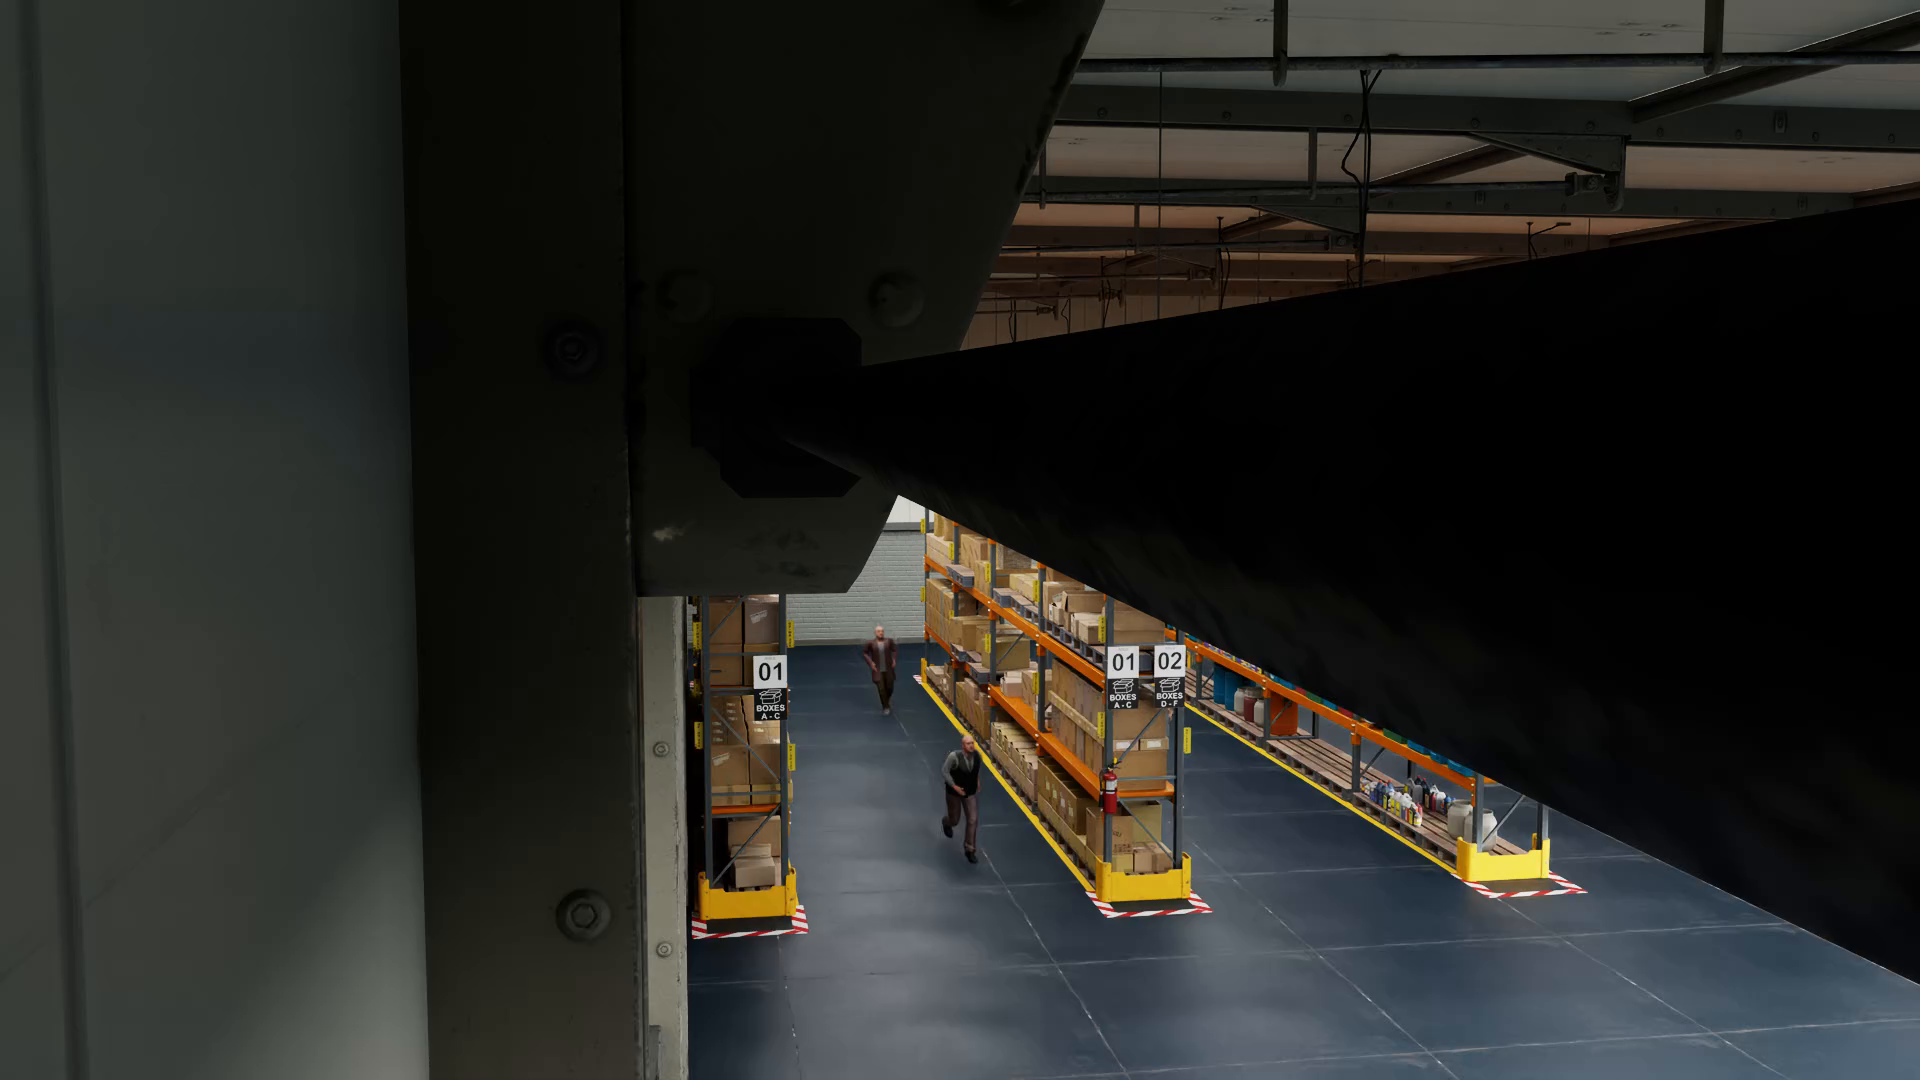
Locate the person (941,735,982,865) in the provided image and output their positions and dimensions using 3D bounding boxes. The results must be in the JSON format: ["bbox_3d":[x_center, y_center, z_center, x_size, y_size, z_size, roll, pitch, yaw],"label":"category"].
[{"bbox_3d":[0.016,3.491,22.819,0.659,1.717,1.062,-2,5,-22],"label":"person"}]

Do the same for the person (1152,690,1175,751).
[{"bbox_3d":[3.347,3.071,27.949,0.578,1.622,0.571,-1,5,-13],"label":"person"}]

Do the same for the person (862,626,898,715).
[{"bbox_3d":[-1.583,2.571,33.020,0.732,1.745,0.740,-1,5,-12],"label":"person"}]
